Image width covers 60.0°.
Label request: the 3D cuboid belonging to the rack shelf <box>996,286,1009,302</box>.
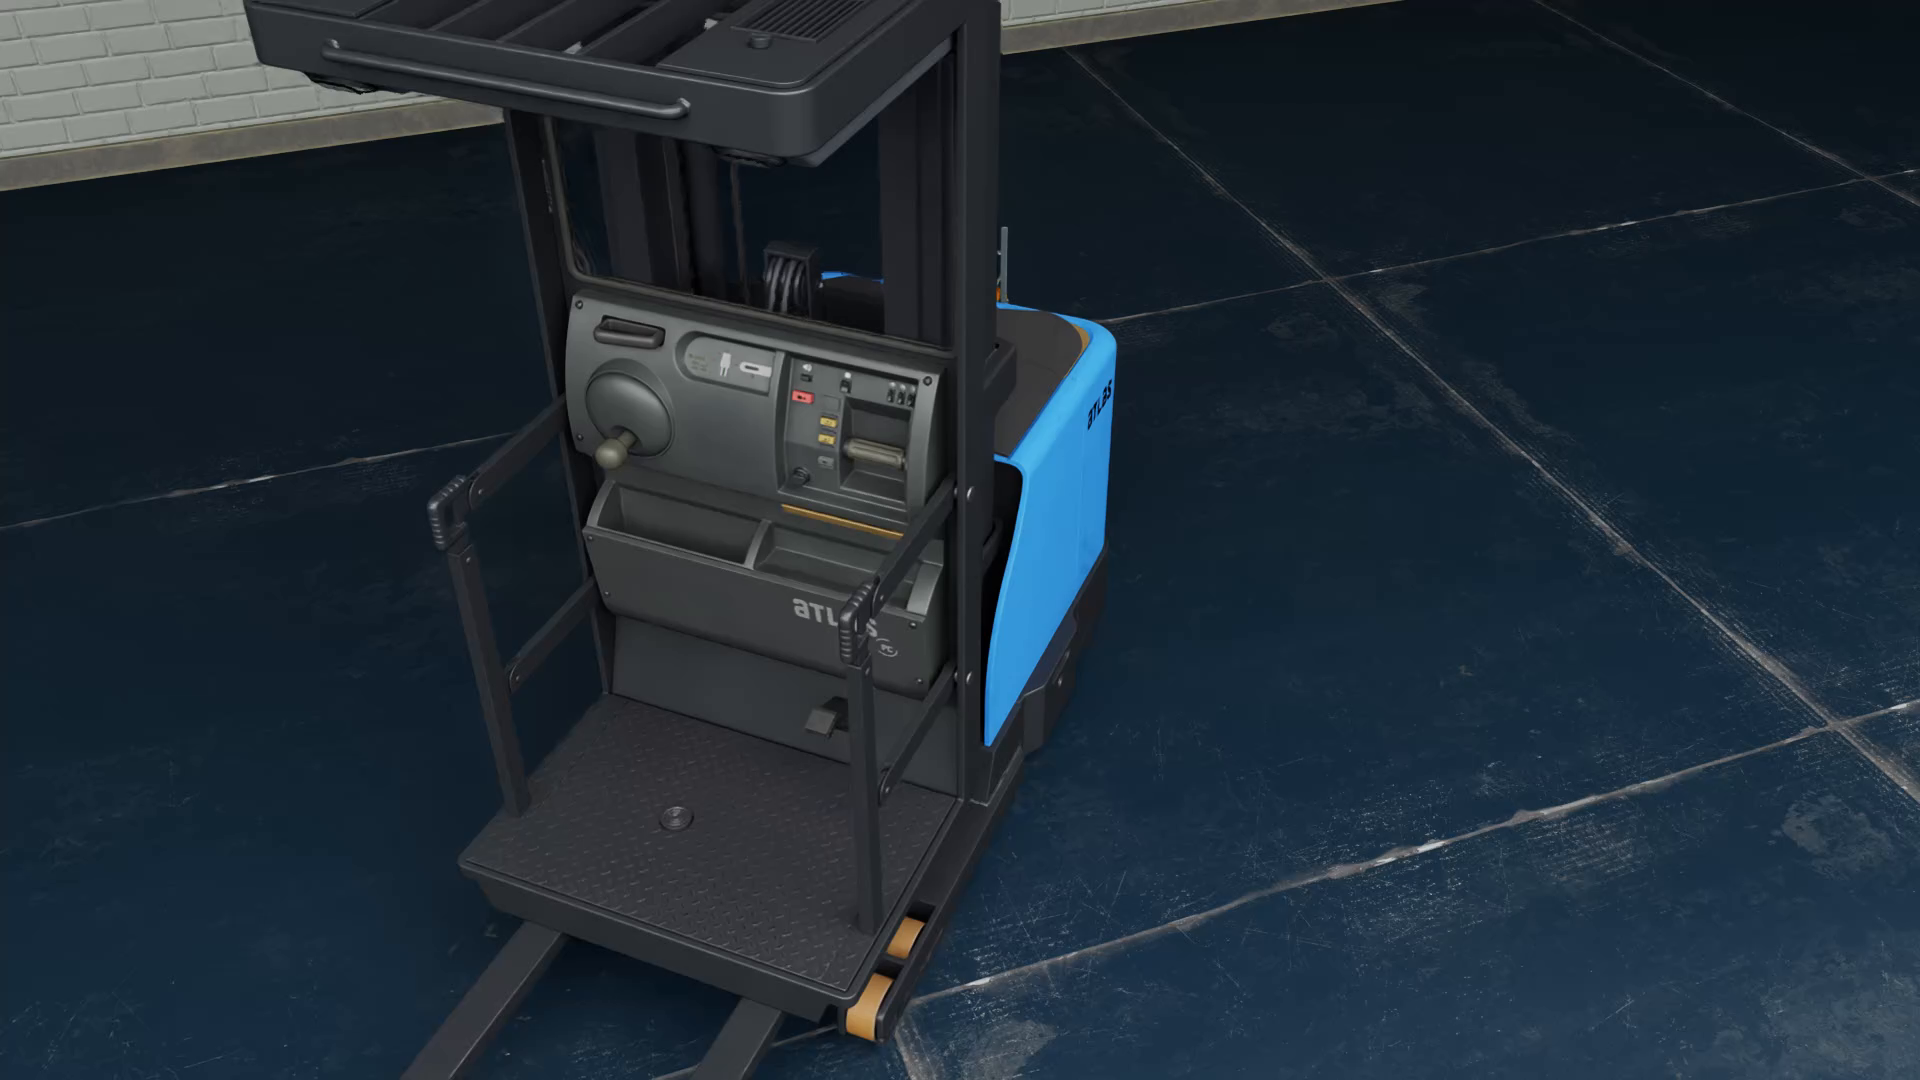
[{"bbox_3d":[0.000,-0.746,5.218,0.258,0.103,0.180,-12,39,-15],"label":"rack shelf"}]

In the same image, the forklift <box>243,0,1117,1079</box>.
[{"bbox_3d":[-0.565,-0.229,3.618,1.130,2.935,3.031,14,39,18],"label":"forklift"}]

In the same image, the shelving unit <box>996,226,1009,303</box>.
[{"bbox_3d":[0.001,-0.494,5.408,0.258,1.200,0.189,-12,39,-15],"label":"shelving unit"}]

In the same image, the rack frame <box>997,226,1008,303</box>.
[{"bbox_3d":[0.031,-0.442,5.339,0.240,1.200,0.006,-12,39,-15],"label":"rack frame"}]
